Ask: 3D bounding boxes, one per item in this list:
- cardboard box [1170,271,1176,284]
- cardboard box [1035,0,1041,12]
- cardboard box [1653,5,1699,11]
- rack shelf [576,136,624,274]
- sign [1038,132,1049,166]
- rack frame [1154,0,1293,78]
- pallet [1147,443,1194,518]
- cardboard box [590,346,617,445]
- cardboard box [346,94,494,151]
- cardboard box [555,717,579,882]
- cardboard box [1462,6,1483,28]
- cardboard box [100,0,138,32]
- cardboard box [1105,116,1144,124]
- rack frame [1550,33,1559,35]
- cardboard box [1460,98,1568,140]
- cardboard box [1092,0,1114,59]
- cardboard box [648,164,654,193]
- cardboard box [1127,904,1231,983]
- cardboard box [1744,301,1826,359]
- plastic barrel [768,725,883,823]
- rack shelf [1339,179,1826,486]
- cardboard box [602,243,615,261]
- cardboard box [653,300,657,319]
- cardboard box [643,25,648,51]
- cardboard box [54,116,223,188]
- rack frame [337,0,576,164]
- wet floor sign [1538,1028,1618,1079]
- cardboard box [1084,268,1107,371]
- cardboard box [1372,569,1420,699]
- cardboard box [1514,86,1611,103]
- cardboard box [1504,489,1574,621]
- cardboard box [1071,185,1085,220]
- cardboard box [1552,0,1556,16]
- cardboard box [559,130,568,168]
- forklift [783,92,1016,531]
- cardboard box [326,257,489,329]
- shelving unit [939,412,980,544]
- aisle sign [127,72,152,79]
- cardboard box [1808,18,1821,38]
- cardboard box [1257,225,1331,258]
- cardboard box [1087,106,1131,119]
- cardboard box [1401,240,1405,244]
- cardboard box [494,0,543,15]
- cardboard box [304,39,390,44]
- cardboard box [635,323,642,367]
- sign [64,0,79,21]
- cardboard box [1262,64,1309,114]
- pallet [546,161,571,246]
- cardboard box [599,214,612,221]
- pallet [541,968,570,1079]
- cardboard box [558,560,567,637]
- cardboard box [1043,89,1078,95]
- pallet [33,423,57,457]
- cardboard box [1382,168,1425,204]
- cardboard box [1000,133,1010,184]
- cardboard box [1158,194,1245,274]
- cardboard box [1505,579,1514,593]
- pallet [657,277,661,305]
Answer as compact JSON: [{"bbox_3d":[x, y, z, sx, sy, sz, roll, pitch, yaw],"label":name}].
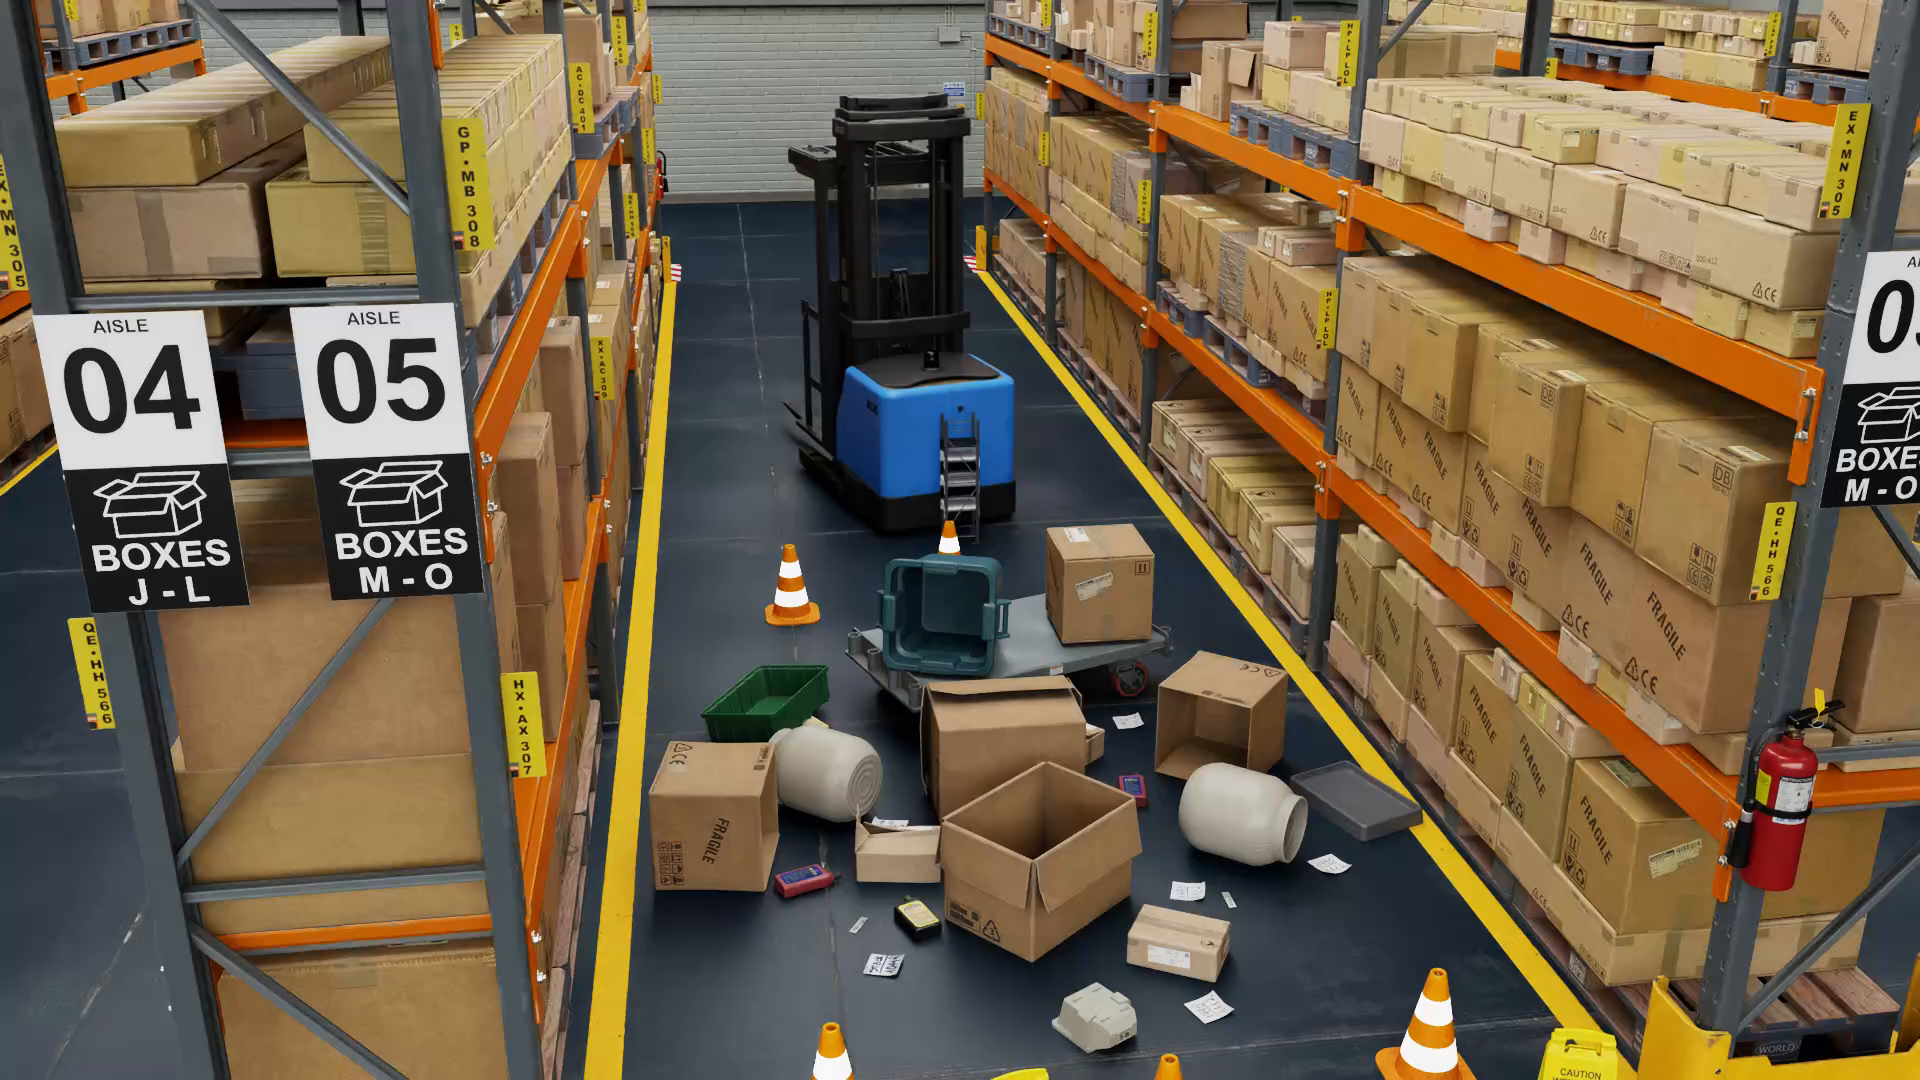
[{"bbox_3d":[1.816,-2.021,12.599,0.380,0.149,0.250,-4,21,-11],"label":"cardboard box"},{"bbox_3d":[1.150,-5.611,17.275,0.797,0.503,0.637,-1,21,-4],"label":"cardboard box"},{"bbox_3d":[6.582,-4.823,15.245,0.380,0.149,0.250,-3,21,-7],"label":"cardboard box"},{"bbox_3d":[-2.643,-2.155,9.940,1.077,0.370,4.000,-3,21,-8],"label":"rack shelf"},{"bbox_3d":[0.827,-3.863,16.421,0.100,0.325,0.005,-3,21,-8],"label":"sign"},{"bbox_3d":[1.953,-4.874,11.905,1.000,3.000,0.127,-3,21,-8],"label":"rack frame"},{"bbox_3d":[2.064,-0.487,12.718,1.003,0.211,1.213,-3,21,-8],"label":"pallet"},{"bbox_3d":[-2.237,-0.812,9.459,0.500,0.500,0.500,-3,21,-7],"label":"cardboard box"},{"bbox_3d":[-1.583,-1.221,4.887,0.380,0.149,0.250,-3,21,-9],"label":"cardboard box"},{"bbox_3d":[-2.199,0.938,7.355,0.875,0.875,0.875,-3,21,-7],"label":"cardboard box"},{"bbox_3d":[5.822,-5.687,18.156,0.500,0.250,0.500,-2,21,-7],"label":"cardboard box"},{"bbox_3d":[-8.611,-5.287,16.412,0.700,0.500,0.500,-2,21,-5],"label":"cardboard box"},{"bbox_3d":[1.689,-3.822,16.090,0.500,0.500,0.500,-2,21,-6],"label":"cardboard box"},{"bbox_3d":[6.287,-6.511,16.287,1.000,3.000,0.127,-3,21,-8],"label":"rack frame"},{"bbox_3d":[2.444,-1.858,7.337,0.380,0.149,0.250,-4,21,-10],"label":"cardboard box"},{"bbox_3d":[1.412,-4.308,13.934,0.500,0.500,0.500,-3,21,-7],"label":"cardboard box"},{"bbox_3d":[-3.445,-3.882,17.254,0.500,0.500,0.500,-3,21,-9],"label":"cardboard box"},{"bbox_3d":[0.918,1.690,6.979,0.380,0.149,0.250,8,22,20],"label":"cardboard box"},{"bbox_3d":[2.778,-0.691,5.351,0.380,0.149,0.250,-3,21,-8],"label":"cardboard box"},{"bbox_3d":[-0.673,1.128,8.091,0.512,0.421,0.421,12,24,30],"label":"plastic barrel"},{"bbox_3d":[2.818,-1.055,6.994,1.077,0.370,4.000,-3,21,-8],"label":"rack shelf"},{"bbox_3d":[-2.802,-2.175,12.586,0.380,0.149,0.250,-2,21,-5],"label":"cardboard box"},{"bbox_3d":[-3.243,-2.306,16.653,0.380,0.149,0.250,-2,21,-5],"label":"cardboard box"},{"bbox_3d":[-3.522,-5.208,17.300,0.500,0.250,0.500,-2,21,-5],"label":"cardboard box"},{"bbox_3d":[-2.162,-1.013,4.332,0.380,0.149,0.250,-3,21,-7],"label":"cardboard box"},{"bbox_3d":[-2.354,-3.205,7.435,1.000,3.000,0.127,-3,21,-8],"label":"rack frame"},{"bbox_3d":[2.075,1.929,5.630,0.267,0.644,0.232,4,21,11],"label":"wet floor sign"},{"bbox_3d":[1.683,-2.127,15.561,0.875,0.875,0.875,-2,21,-6],"label":"cardboard box"},{"bbox_3d":[2.436,0.464,8.445,0.500,0.500,0.500,-2,21,-6],"label":"cardboard box"},{"bbox_3d":[2.853,-2.060,7.878,0.380,0.149,0.250,-2,21,-6],"label":"cardboard box"},{"bbox_3d":[2.619,-0.001,6.864,0.500,0.500,0.500,-3,21,-8],"label":"cardboard box"},{"bbox_3d":[1.310,-3.091,15.205,0.500,0.250,0.500,-3,21,-7],"label":"cardboard box"},{"bbox_3d":[5.897,-5.245,16.377,0.380,0.149,0.250,-2,21,-6],"label":"cardboard box"},{"bbox_3d":[-1.949,-1.728,7.385,0.380,0.149,0.250,-3,21,-7],"label":"cardboard box"},{"bbox_3d":[-0.629,-1.918,12.663,1.130,2.935,3.031,-8,22,-21],"label":"forklift"},{"bbox_3d":[-1.510,-0.675,4.566,0.380,0.149,0.250,-3,21,-7],"label":"cardboard box"},{"bbox_3d":[-0.001,-0.424,11.566,0.258,0.900,0.210,-3,21,-8],"label":"shelving unit"},{"bbox_3d":[-9.314,-5.562,18.604,0.394,0.787,0.004,-3,21,-8],"label":"aisle sign"},{"bbox_3d":[7.085,-4.118,13.387,0.380,0.149,0.250,-4,21,-10],"label":"cardboard box"},{"bbox_3d":[2.064,-1.846,10.276,0.380,0.149,0.250,-4,21,-10],"label":"cardboard box"},{"bbox_3d":[1.547,-4.141,16.945,0.500,0.500,0.500,-3,21,-7],"label":"cardboard box"},{"bbox_3d":[5.705,-3.896,20.828,0.797,0.503,0.637,-4,21,-10],"label":"cardboard box"},{"bbox_3d":[-3.452,-4.161,13.046,0.396,0.266,0.258,-3,21,-8],"label":"cardboard box"},{"bbox_3d":[-2.600,-2.067,7.153,0.380,0.149,0.250,-3,21,-8],"label":"cardboard box"},{"bbox_3d":[-2.864,-1.583,13.567,0.500,0.250,0.500,-3,21,-8],"label":"cardboard box"},{"bbox_3d":[-7.895,-4.775,14.737,0.100,0.325,0.005,-3,21,-8],"label":"sign"},{"bbox_3d":[2.161,-2.758,10.139,0.500,0.250,0.500,-3,21,-7],"label":"cardboard box"},{"bbox_3d":[-2.247,-1.474,7.216,1.003,0.211,1.213,-3,21,-8],"label":"pallet"},{"bbox_3d":[-2.847,-2.400,12.762,0.380,0.149,0.250,-3,21,-9],"label":"cardboard box"},{"bbox_3d":[-1.970,2.024,5.995,1.003,0.211,1.213,-3,21,-8],"label":"pallet"},{"bbox_3d":[-2.051,0.223,6.617,0.875,0.550,0.500,-3,21,-8],"label":"cardboard box"},{"bbox_3d":[1.060,-4.542,17.091,0.380,0.149,0.250,-3,21,-8],"label":"cardboard box"},{"bbox_3d":[-8.065,-0.956,13.974,1.003,0.211,1.213,-3,21,-8],"label":"pallet"},{"bbox_3d":[2.312,-1.753,8.193,0.380,0.149,0.250,-3,21,-8],"label":"cardboard box"},{"bbox_3d":[0.741,-4.349,18.931,0.500,0.500,0.500,-3,21,-8],"label":"cardboard box"},{"bbox_3d":[1.789,-2.279,12.363,0.500,0.500,0.500,-4,21,-9],"label":"cardboard box"},{"bbox_3d":[2.639,0.175,7.320,0.380,0.149,0.250,-3,21,-8],"label":"cardboard box"},{"bbox_3d":[-3.991,-2.933,19.268,1.003,0.211,1.213,-3,21,-8],"label":"pallet"}]
